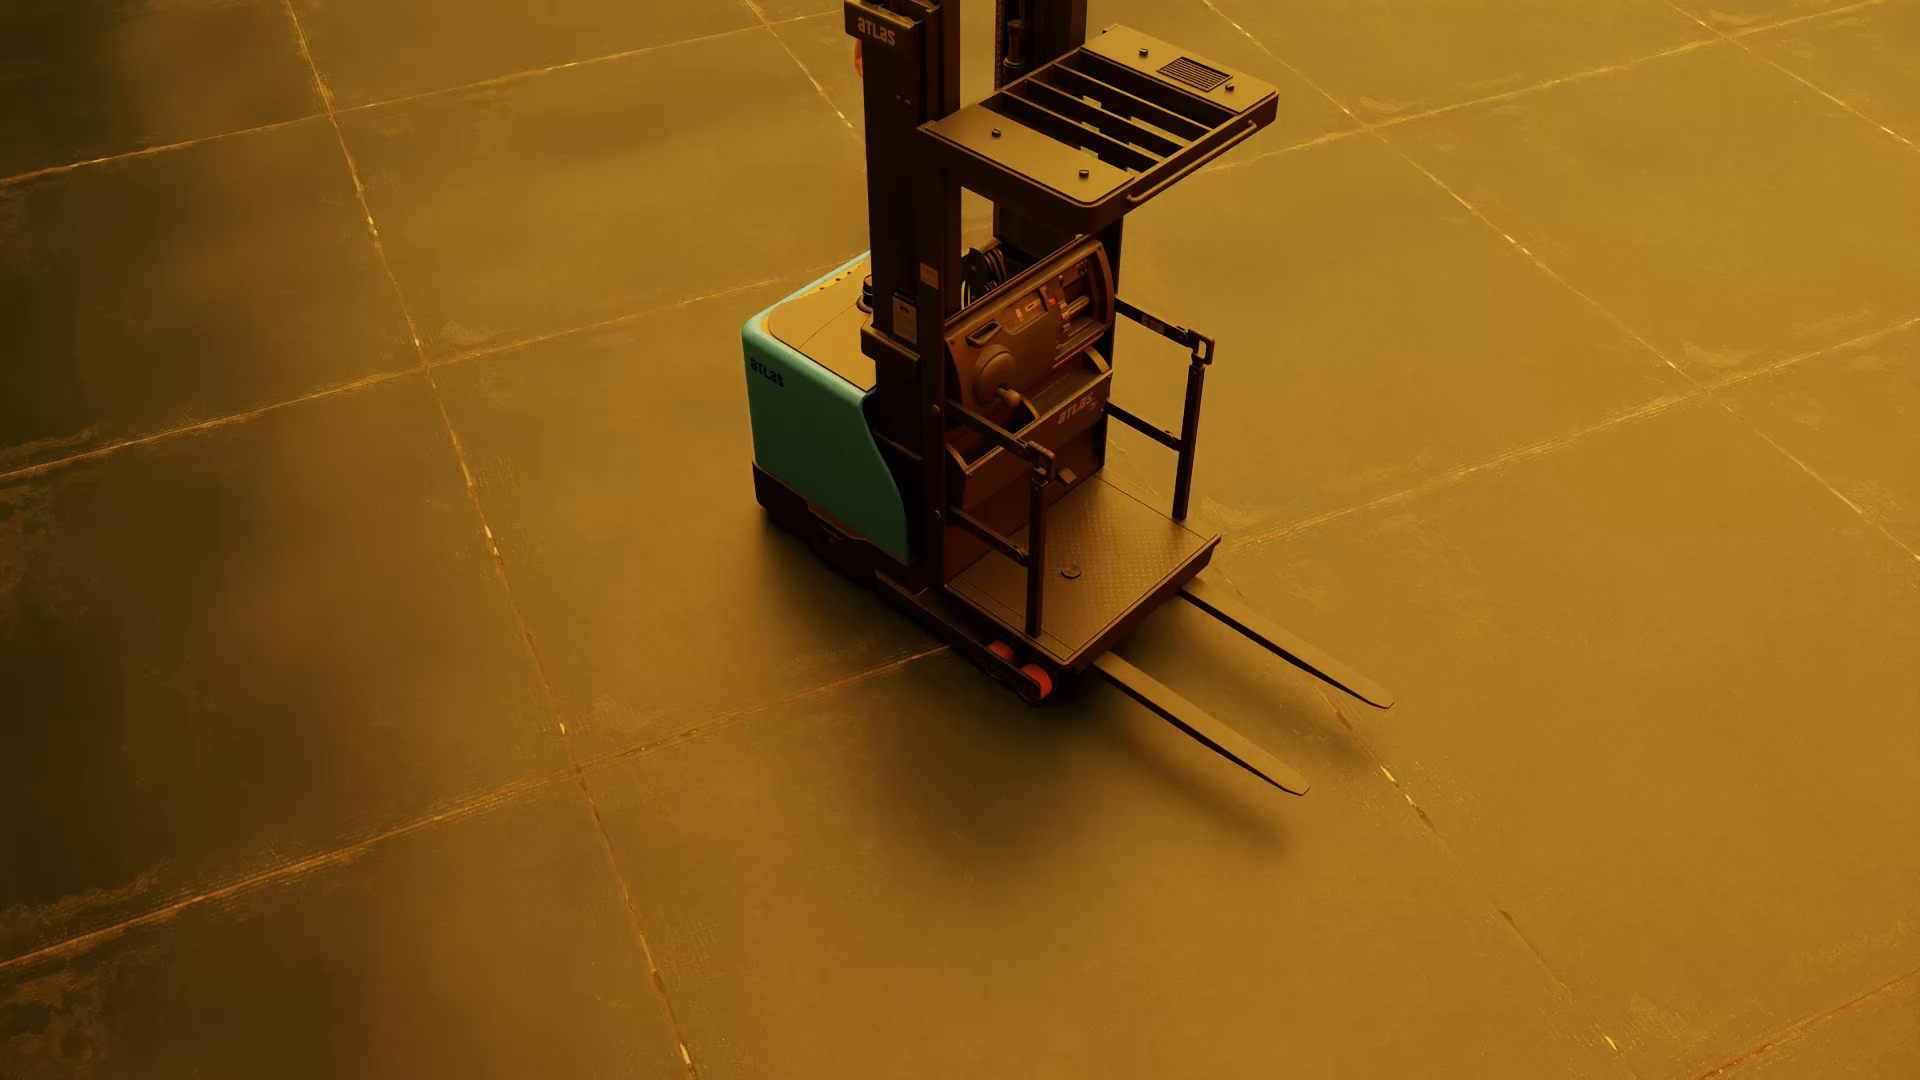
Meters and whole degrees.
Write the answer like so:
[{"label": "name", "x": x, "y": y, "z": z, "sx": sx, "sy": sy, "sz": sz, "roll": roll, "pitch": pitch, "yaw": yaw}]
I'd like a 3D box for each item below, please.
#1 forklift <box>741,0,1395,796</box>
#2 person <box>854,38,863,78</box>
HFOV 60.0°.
[{"label": "forklift", "x": 0.445, "y": -0.788, "z": 6.525, "sx": 3.031, "sy": 2.935, "sz": 1.130, "roll": 32, "pitch": 52, "yaw": 30}, {"label": "person", "x": -0.357, "y": -2.889, "z": 9.646, "sx": 0.640, "sy": 1.727, "sz": 0.551, "roll": -21, "pitch": 47, "yaw": -21}]
